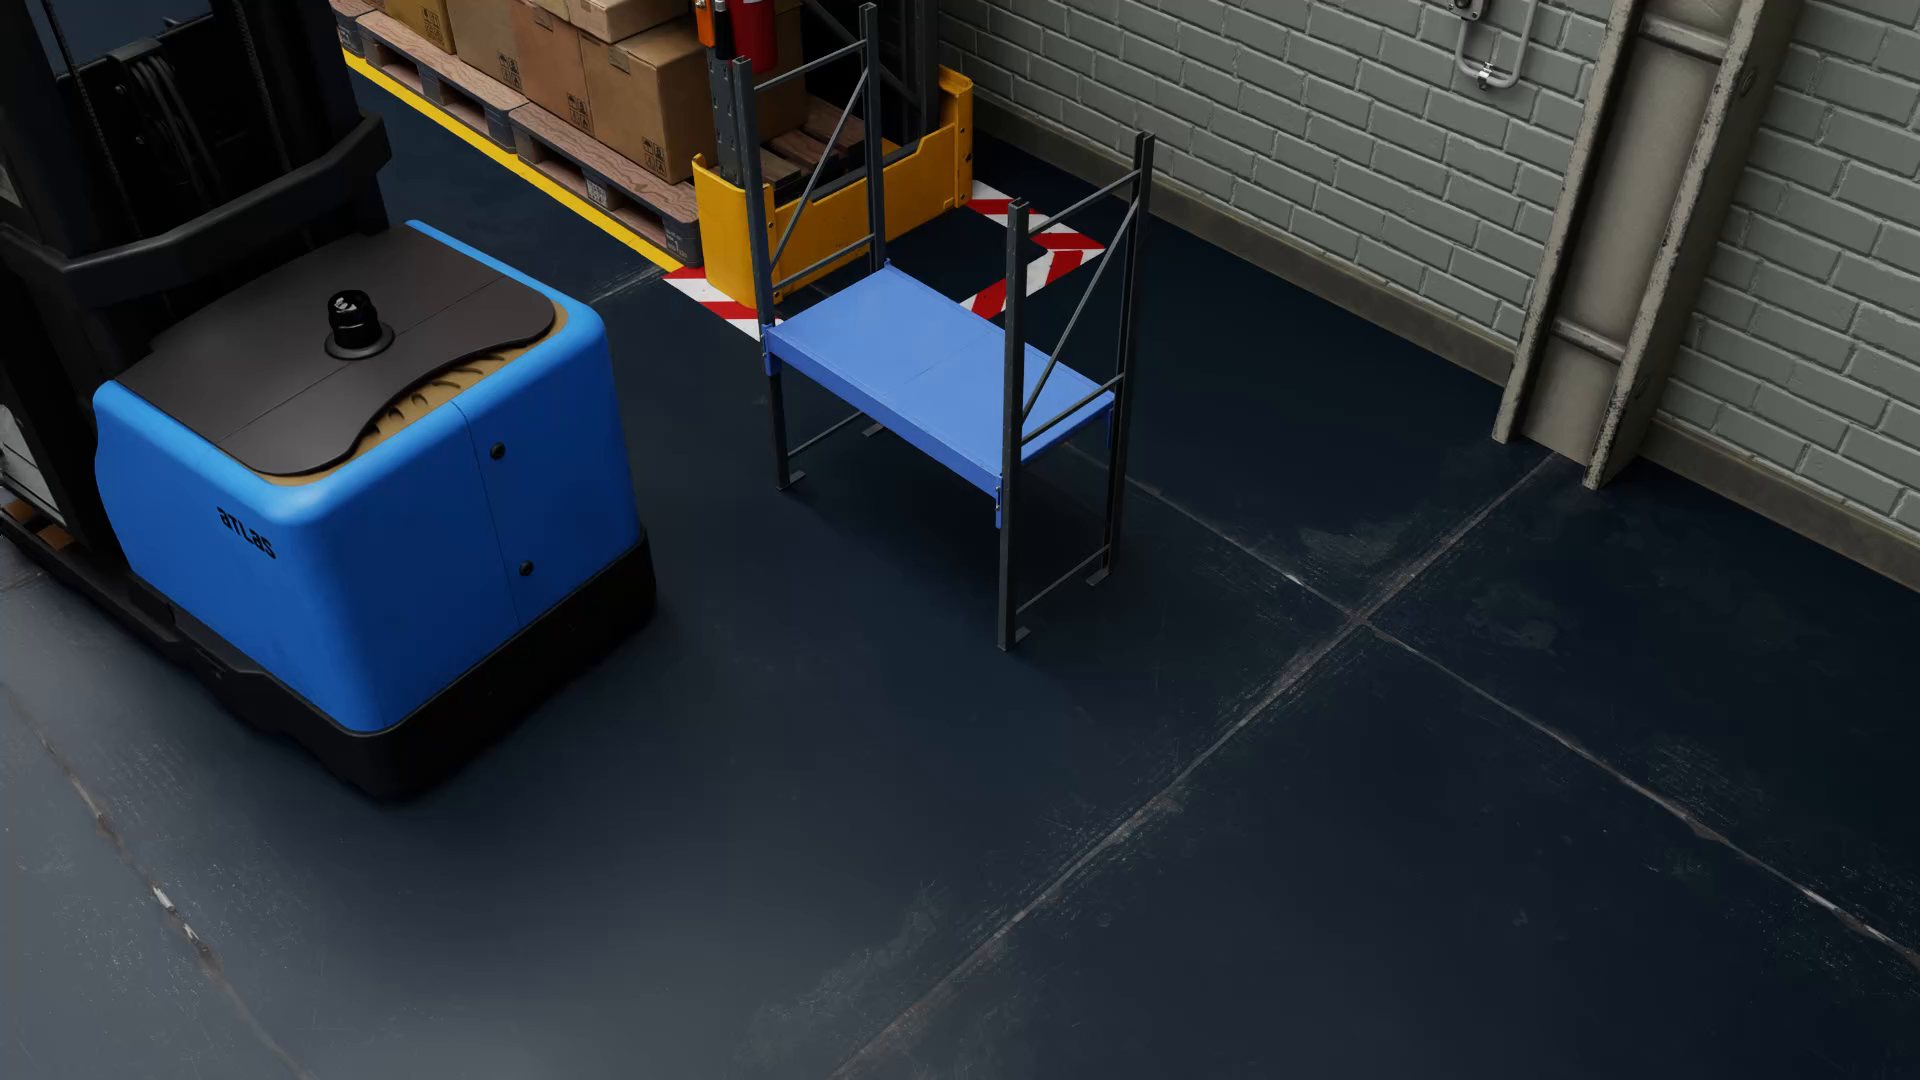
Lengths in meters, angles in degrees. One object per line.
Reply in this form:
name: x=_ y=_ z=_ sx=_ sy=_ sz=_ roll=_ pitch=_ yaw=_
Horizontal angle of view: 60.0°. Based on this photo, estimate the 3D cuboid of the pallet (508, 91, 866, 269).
pallet: x=-1.095 y=-1.634 z=6.863 sx=1.003 sy=0.211 sz=1.213 roll=-34 pitch=53 yaw=-31

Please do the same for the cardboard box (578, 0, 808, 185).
cardboard box: x=-1.040 y=-1.836 z=6.559 sx=0.700 sy=0.500 sz=0.500 roll=-34 pitch=53 yaw=-31

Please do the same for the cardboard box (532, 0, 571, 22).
cardboard box: x=-1.441 y=-2.171 z=6.444 sx=0.380 sy=0.149 sz=0.250 roll=-33 pitch=52 yaw=-30

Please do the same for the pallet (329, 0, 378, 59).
pallet: x=-2.818 y=-2.807 z=8.132 sx=1.003 sy=0.211 sz=1.213 roll=-34 pitch=53 yaw=-31

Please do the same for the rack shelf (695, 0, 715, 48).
rack shelf: x=-1.888 y=-3.008 z=6.825 sx=1.077 sy=0.370 sz=4.000 roll=-34 pitch=53 yaw=-31

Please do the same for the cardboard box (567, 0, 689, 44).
cardboard box: x=-1.260 y=-2.049 z=6.311 sx=0.250 sy=0.149 sz=0.380 roll=34 pitch=52 yaw=31

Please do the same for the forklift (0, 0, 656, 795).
forklift: x=-2.387 y=-1.223 z=4.414 sx=3.031 sy=2.935 sz=1.130 roll=27 pitch=49 yaw=27

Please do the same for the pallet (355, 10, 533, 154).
pallet: x=-1.953 y=-2.220 z=7.497 sx=1.003 sy=0.211 sz=1.213 roll=-34 pitch=53 yaw=-31

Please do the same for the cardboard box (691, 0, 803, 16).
cardboard box: x=-0.810 y=-2.110 z=6.378 sx=0.380 sy=0.149 sz=0.250 roll=-34 pitch=52 yaw=-31

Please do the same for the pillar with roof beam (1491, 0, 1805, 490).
pillar with roof beam: x=-1.004 y=-1.569 z=0.317 sx=9.100 sy=9.000 sz=0.400 roll=-34 pitch=53 yaw=-31

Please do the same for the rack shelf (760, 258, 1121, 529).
rack shelf: x=-0.060 y=-0.460 z=4.907 sx=0.538 sy=0.185 sz=1.000 roll=-34 pitch=53 yaw=-31

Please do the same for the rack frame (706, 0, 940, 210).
rack frame: x=-0.475 y=-2.312 z=5.541 sx=1.000 sy=3.000 sz=0.127 roll=-34 pitch=53 yaw=-31

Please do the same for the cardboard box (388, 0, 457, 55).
cardboard box: x=-2.131 y=-2.571 z=7.354 sx=0.700 sy=0.500 sz=0.500 roll=-33 pitch=52 yaw=-30

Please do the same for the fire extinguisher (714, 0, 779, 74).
fire extinguisher: x=-0.695 y=-1.853 z=5.376 sx=0.296 sy=0.674 sz=0.183 roll=-34 pitch=53 yaw=-31

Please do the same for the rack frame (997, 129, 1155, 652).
rack frame: x=0.299 y=-0.348 z=4.521 sx=0.500 sy=1.500 sz=0.032 roll=-34 pitch=53 yaw=-31

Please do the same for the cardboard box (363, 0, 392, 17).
cardboard box: x=-2.492 y=-2.818 z=7.622 sx=0.500 sy=0.500 sz=0.700 roll=34 pitch=52 yaw=31

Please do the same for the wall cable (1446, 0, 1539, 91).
wall cable: x=1.099 y=-2.523 z=5.021 sx=0.084 sy=1.984 sz=1.851 roll=-34 pitch=53 yaw=-31

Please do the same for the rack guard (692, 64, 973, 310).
rack guard: x=-0.458 y=-1.382 z=6.377 sx=1.175 sy=0.500 sz=0.348 roll=-34 pitch=53 yaw=-31

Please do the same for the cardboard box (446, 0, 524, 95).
cardboard box: x=-1.749 y=-2.318 z=7.081 sx=0.500 sy=0.500 sz=0.700 roll=32 pitch=52 yaw=30

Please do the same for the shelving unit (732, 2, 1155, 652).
shelving unit: x=-0.060 y=-0.592 z=4.785 sx=0.538 sy=1.500 sz=1.048 roll=-34 pitch=53 yaw=-31

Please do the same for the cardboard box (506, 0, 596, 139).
cardboard box: x=-1.394 y=-2.077 z=6.819 sx=0.500 sy=0.500 sz=0.700 roll=34 pitch=53 yaw=31

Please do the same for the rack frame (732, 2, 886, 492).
rack frame: x=-0.419 y=-0.836 z=5.050 sx=0.500 sy=1.500 sz=0.032 roll=-34 pitch=53 yaw=-31
